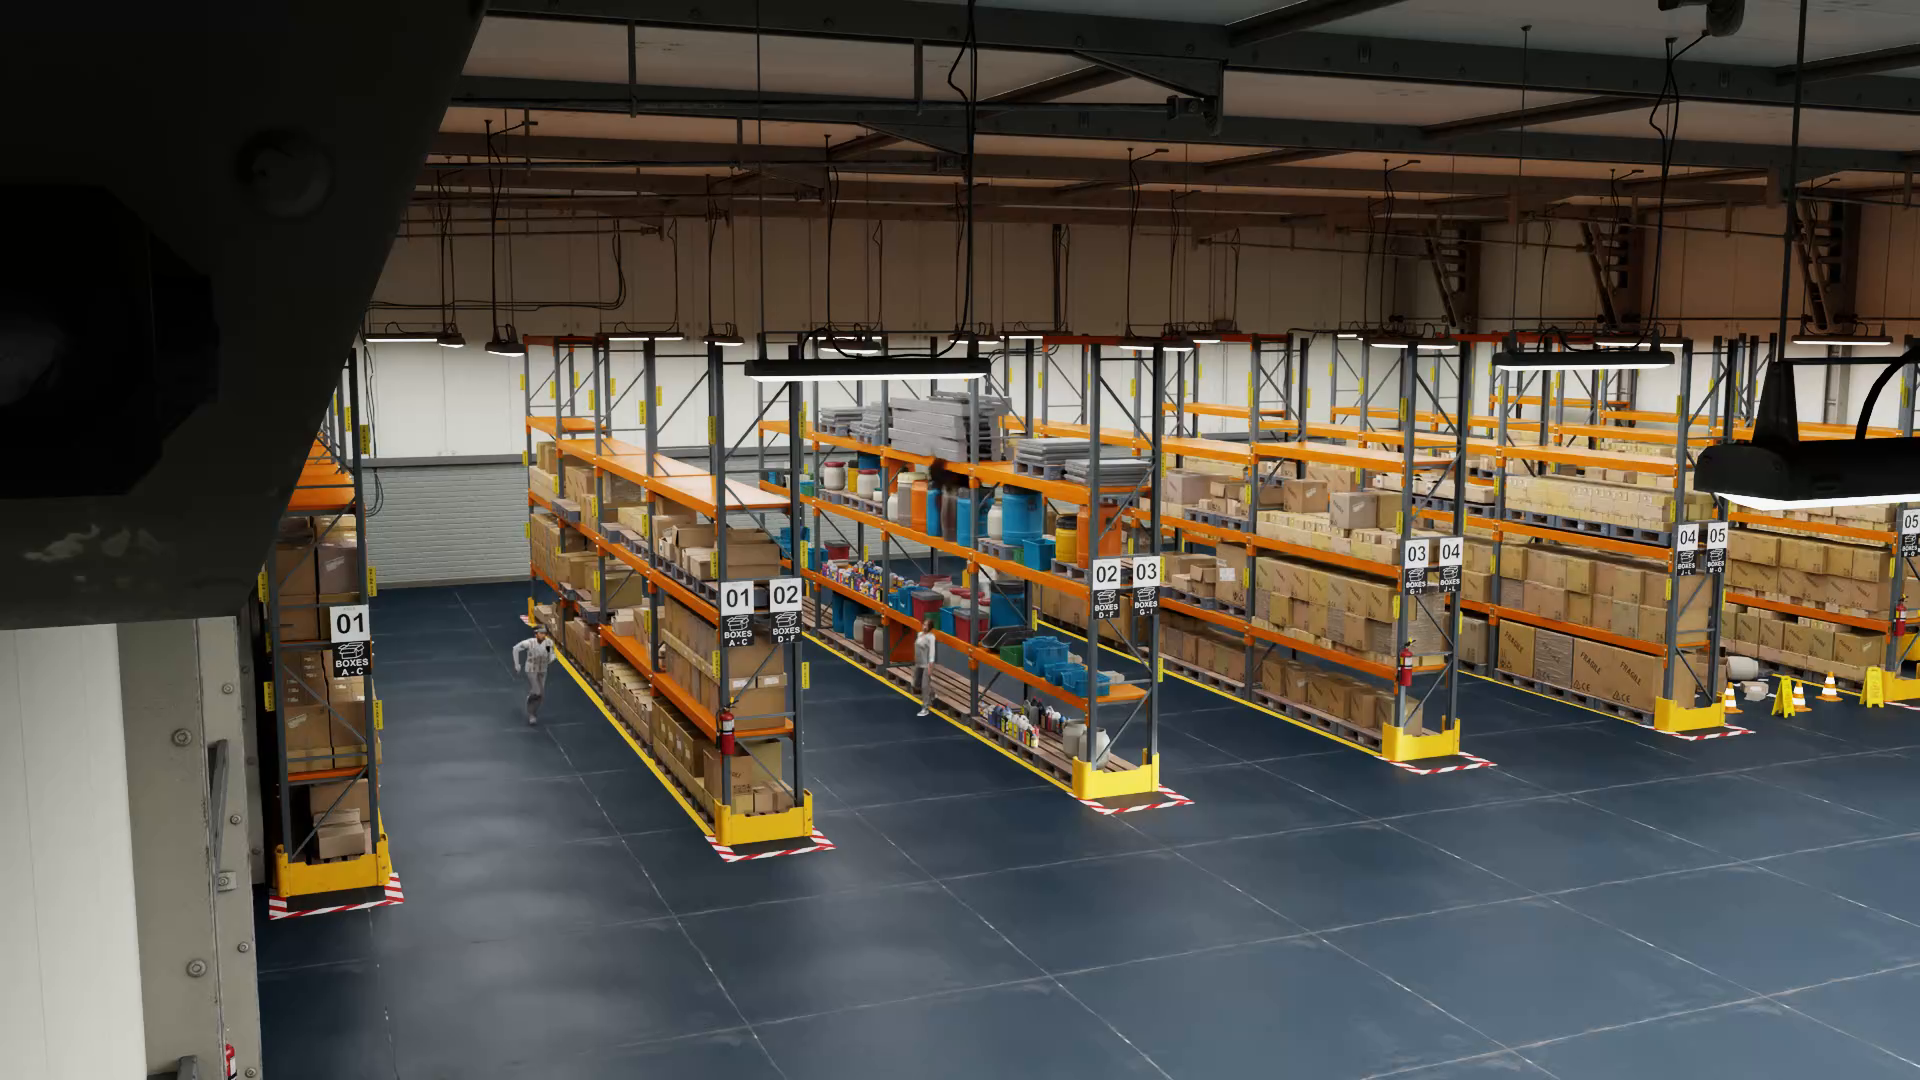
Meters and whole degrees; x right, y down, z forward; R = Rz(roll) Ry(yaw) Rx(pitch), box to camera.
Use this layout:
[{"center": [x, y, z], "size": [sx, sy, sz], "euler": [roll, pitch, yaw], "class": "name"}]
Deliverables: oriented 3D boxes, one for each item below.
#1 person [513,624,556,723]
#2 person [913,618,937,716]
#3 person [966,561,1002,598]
[{"center": [-6.609, 2.089, 26.008], "size": [0.616, 1.614, 0.676], "euler": [-6, 10, -38], "class": "person"}, {"center": [-0.528, 2.010, 26.673], "size": [0.580, 1.571, 0.621], "euler": [-7, 10, -41], "class": "person"}, {"center": [0.563, 0.889, 34.422], "size": [0.672, 1.786, 0.726], "euler": [-4, 9, -29], "class": "person"}]
